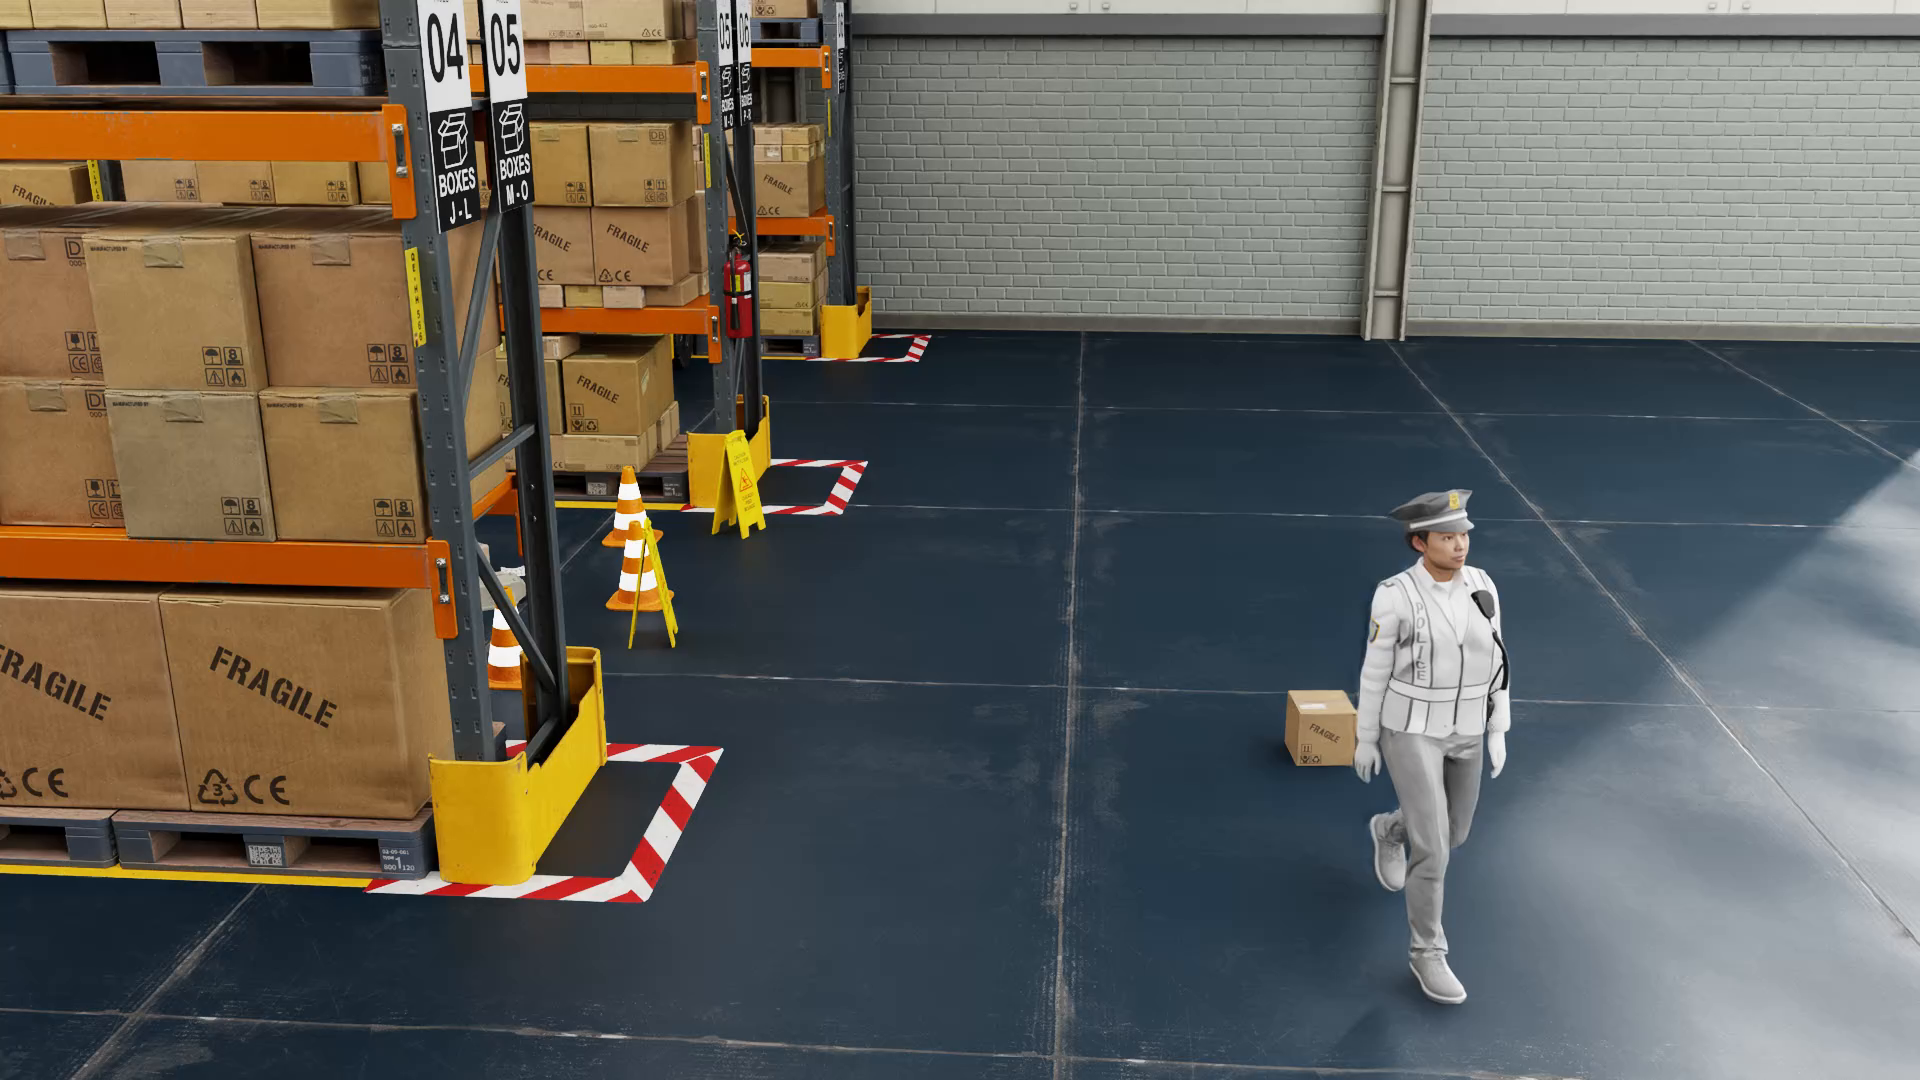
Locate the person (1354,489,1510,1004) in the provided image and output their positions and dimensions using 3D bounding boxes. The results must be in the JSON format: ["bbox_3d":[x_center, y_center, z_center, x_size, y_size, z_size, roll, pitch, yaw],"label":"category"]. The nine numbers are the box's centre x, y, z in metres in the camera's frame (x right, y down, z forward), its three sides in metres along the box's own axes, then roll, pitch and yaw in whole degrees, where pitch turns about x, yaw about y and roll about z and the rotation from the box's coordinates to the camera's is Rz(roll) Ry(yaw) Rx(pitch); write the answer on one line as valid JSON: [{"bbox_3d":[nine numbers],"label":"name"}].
[{"bbox_3d":[1.576,0.612,5.547,0.496,1.648,0.830,-5,18,-16],"label":"person"}]
